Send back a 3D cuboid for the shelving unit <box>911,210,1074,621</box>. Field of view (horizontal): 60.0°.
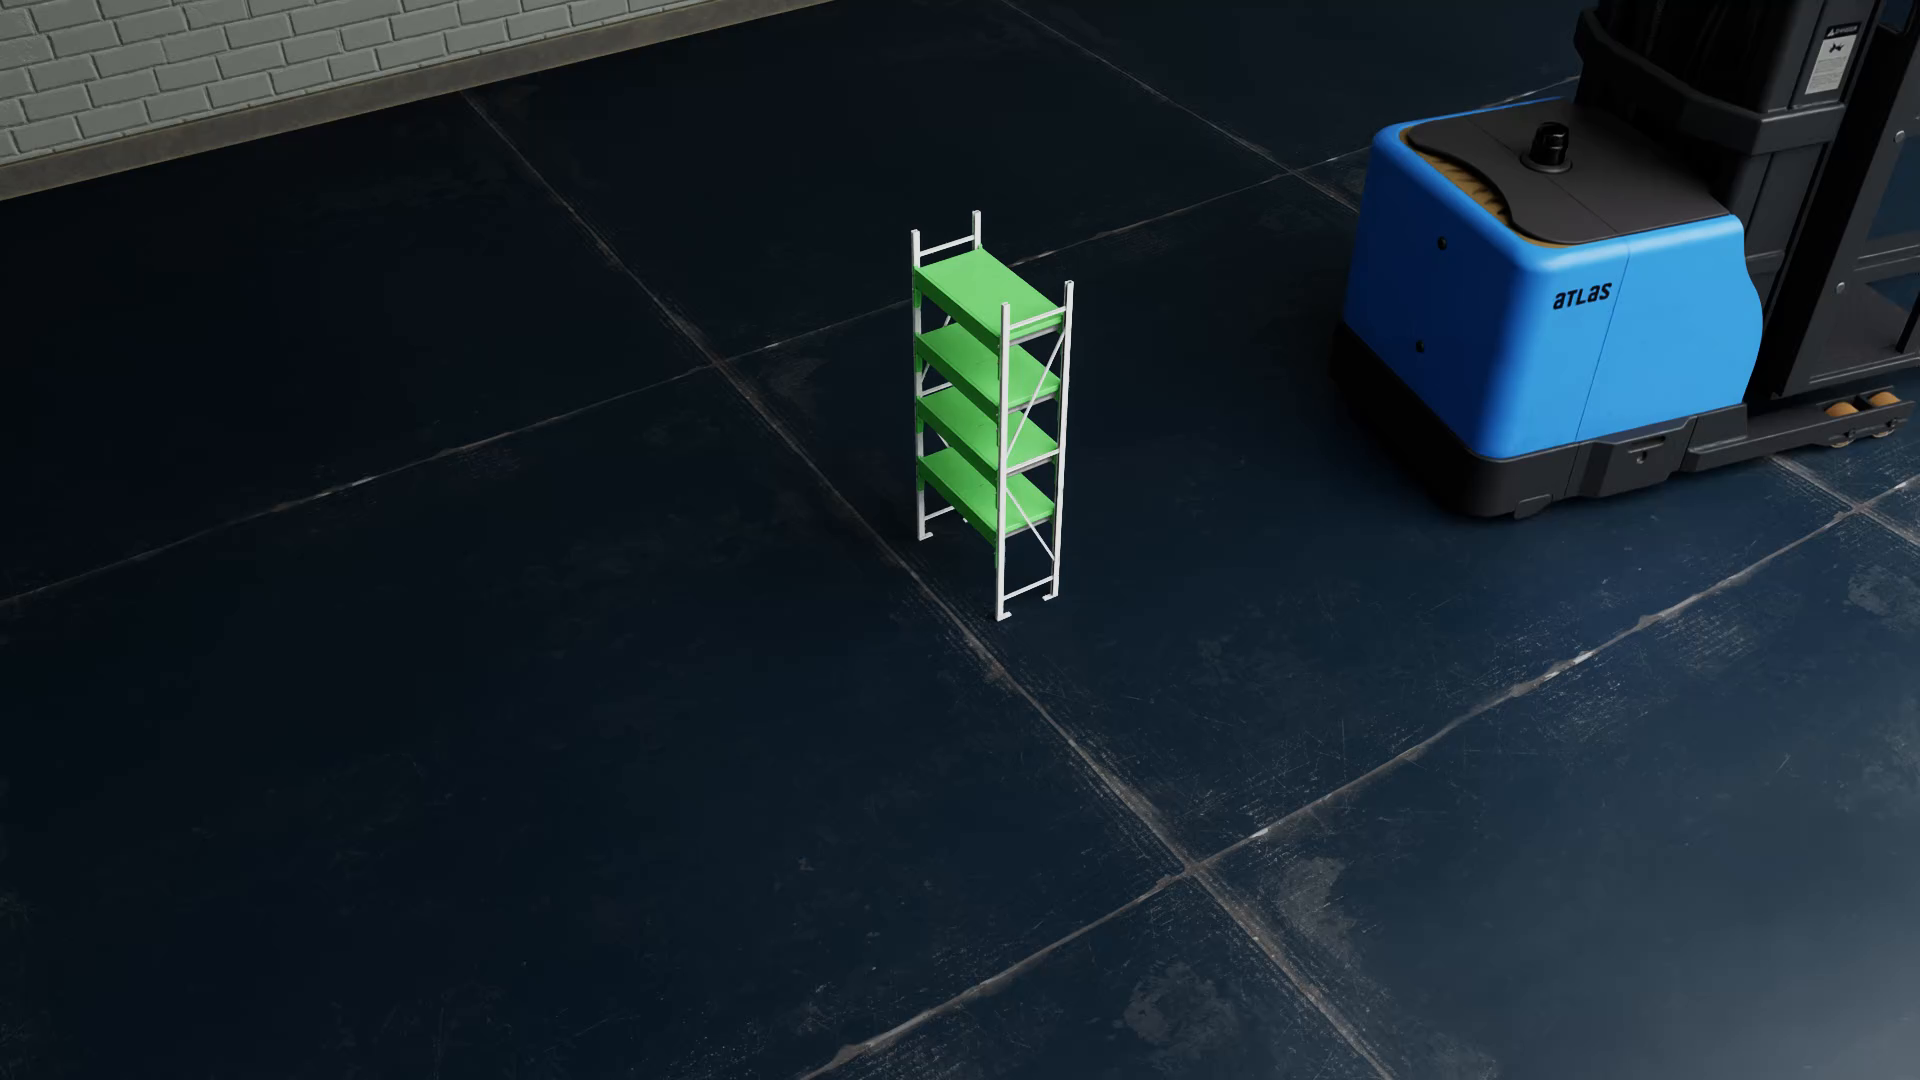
[{"bbox_3d":[0.089,-0.372,5.259,0.258,1.200,0.503,-22,45,-24],"label":"shelving unit"}]

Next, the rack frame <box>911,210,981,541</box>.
[{"bbox_3d":[-0.042,-0.503,5.417,0.240,1.200,0.015,-22,45,-24],"label":"rack frame"}]

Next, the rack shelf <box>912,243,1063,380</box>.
[{"bbox_3d":[0.089,-0.691,4.992,0.258,0.148,0.480,-22,45,-24],"label":"rack shelf"}]

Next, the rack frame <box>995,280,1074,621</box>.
[{"bbox_3d":[0.220,-0.240,5.101,0.240,1.200,0.015,-22,45,-24],"label":"rack frame"}]

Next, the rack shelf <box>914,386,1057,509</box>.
[{"bbox_3d":[0.089,-0.323,5.300,0.258,0.148,0.480,-22,45,-24],"label":"rack shelf"}]

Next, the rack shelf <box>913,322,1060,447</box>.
[{"bbox_3d":[0.089,-0.507,5.146,0.258,0.148,0.480,-22,45,-24],"label":"rack shelf"}]

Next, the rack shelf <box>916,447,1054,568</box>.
[{"bbox_3d":[0.089,-0.138,5.453,0.258,0.148,0.480,-22,45,-24],"label":"rack shelf"}]

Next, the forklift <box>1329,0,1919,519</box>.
[{"bbox_3d":[2.998,-1.773,5.588,3.031,2.935,1.130,-13,42,-15],"label":"forklift"}]
